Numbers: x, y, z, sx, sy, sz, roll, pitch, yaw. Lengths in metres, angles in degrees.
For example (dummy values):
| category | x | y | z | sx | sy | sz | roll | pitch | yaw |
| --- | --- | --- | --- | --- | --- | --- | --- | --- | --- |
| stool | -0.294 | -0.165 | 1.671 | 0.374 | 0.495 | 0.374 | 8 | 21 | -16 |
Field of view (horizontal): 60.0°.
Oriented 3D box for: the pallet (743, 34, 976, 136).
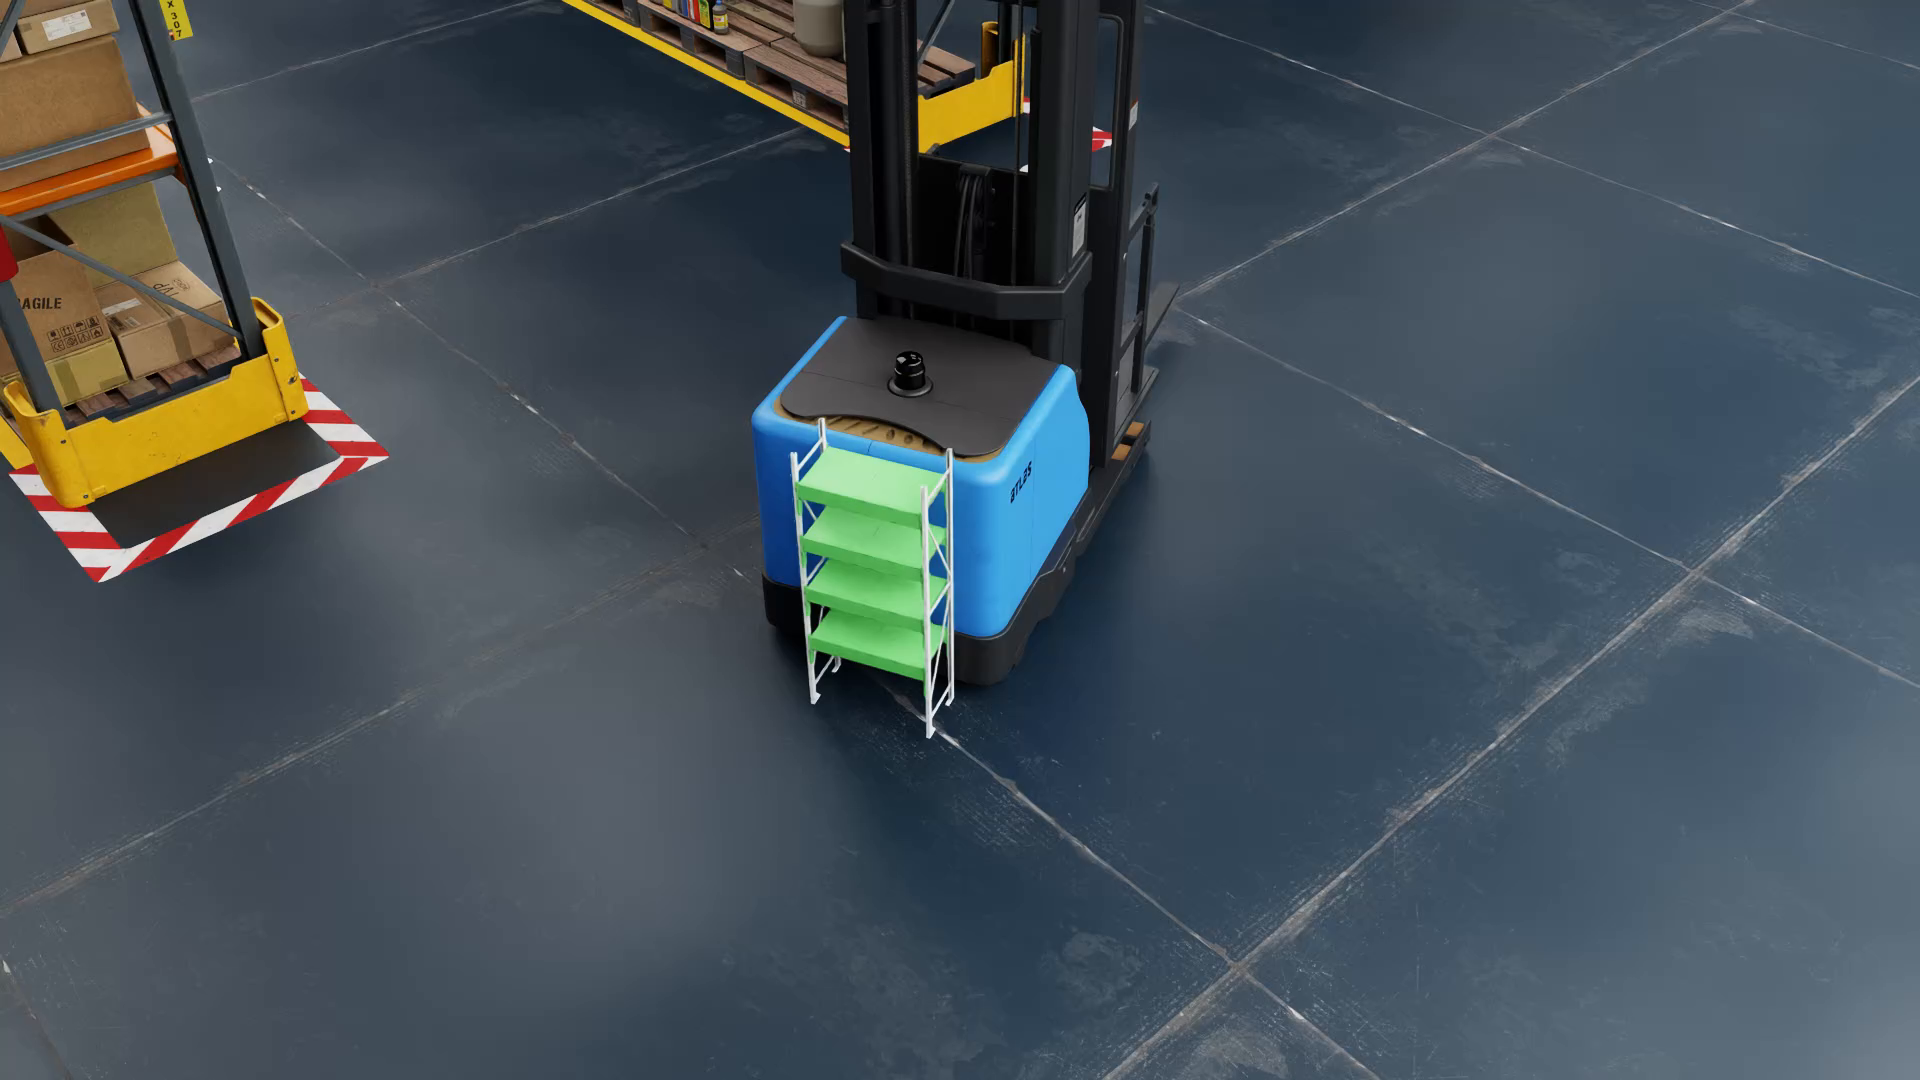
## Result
| category | x | y | z | sx | sy | sz | roll | pitch | yaw |
| --- | --- | --- | --- | --- | --- | --- | --- | --- | --- |
| pallet | -0.659 | -3.041 | 10.847 | 1.003 | 0.211 | 1.213 | -30 | 48 | -32 |

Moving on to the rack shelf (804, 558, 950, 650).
| category | x | y | z | sx | sy | sz | roll | pitch | yaw |
| --- | --- | --- | --- | --- | --- | --- | --- | --- | --- |
| rack shelf | -0.303 | 0.210 | 6.134 | 0.480 | 0.148 | 0.258 | 14 | 42 | 17 |

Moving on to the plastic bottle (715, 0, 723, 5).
| category | x | y | z | sx | sy | sz | roll | pitch | yaw |
| --- | --- | --- | --- | --- | --- | --- | --- | --- | --- |
| plastic bottle | -1.665 | -3.684 | 11.236 | 0.061 | 0.283 | 0.133 | -30 | 48 | -32 |

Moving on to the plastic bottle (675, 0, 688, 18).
| category | x | y | z | sx | sy | sz | roll | pitch | yaw |
| --- | --- | --- | --- | --- | --- | --- | --- | --- | --- |
| plastic bottle | -1.837 | -3.700 | 11.261 | 0.152 | 0.276 | 0.135 | -31 | 48 | -33 |

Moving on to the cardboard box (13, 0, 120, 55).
| category | x | y | z | sx | sy | sz | roll | pitch | yaw |
| --- | --- | --- | --- | --- | --- | --- | --- | --- | --- |
| cardboard box | -3.786 | -2.193 | 6.983 | 0.380 | 0.149 | 0.250 | -30 | 48 | -32 |

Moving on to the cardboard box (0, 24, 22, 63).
| category | x | y | z | sx | sy | sz | roll | pitch | yaw |
| --- | --- | --- | --- | --- | --- | --- | --- | --- | --- |
| cardboard box | -4.078 | -2.016 | 6.763 | 0.380 | 0.149 | 0.250 | -31 | 48 | -32 |

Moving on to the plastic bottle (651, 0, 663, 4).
| category | x | y | z | sx | sy | sz | roll | pitch | yaw |
| --- | --- | --- | --- | --- | --- | --- | --- | --- | --- |
| plastic bottle | -2.078 | -3.890 | 11.437 | 0.144 | 0.351 | 0.185 | -30 | 48 | -32 |

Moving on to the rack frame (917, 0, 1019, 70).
| category | x | y | z | sx | sy | sz | roll | pitch | yaw |
| --- | --- | --- | --- | --- | --- | --- | --- | --- | --- |
| rack frame | -0.028 | -3.732 | 9.484 | 1.000 | 3.000 | 0.127 | -30 | 48 | -32 |

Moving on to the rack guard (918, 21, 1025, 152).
| category | x | y | z | sx | sy | sz | roll | pitch | yaw |
| --- | --- | --- | --- | --- | --- | --- | --- | --- | --- |
| rack guard | -0.114 | -2.775 | 10.288 | 1.175 | 0.500 | 0.348 | -30 | 48 | -32 |

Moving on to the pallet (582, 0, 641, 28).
| category | x | y | z | sx | sy | sz | roll | pitch | yaw |
| --- | --- | --- | --- | --- | --- | --- | --- | --- | --- |
| pallet | -2.310 | -4.170 | 12.245 | 1.003 | 0.211 | 1.213 | -30 | 48 | -32 |

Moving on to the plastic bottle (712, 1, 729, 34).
| category | x | y | z | sx | sy | sz | roll | pitch | yaw |
| --- | --- | --- | --- | --- | --- | --- | --- | --- | --- |
| plastic bottle | -1.593 | -3.478 | 11.047 | 0.097 | 0.201 | 0.097 | 0 | 39 | 0 |

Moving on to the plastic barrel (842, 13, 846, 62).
| category | x | y | z | sx | sy | sz | roll | pitch | yaw |
| --- | --- | --- | --- | --- | --- | --- | --- | --- | --- |
| plastic barrel | -0.529 | -3.200 | 10.470 | 0.421 | 0.512 | 0.421 | 0 | 39 | 0 |

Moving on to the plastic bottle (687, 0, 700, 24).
| category | x | y | z | sx | sy | sz | roll | pitch | yaw |
| --- | --- | --- | --- | --- | --- | --- | --- | --- | --- |
| plastic bottle | -1.743 | -3.636 | 11.182 | 0.152 | 0.276 | 0.135 | -30 | 47 | -31 |

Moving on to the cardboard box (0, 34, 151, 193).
| category | x | y | z | sx | sy | sz | roll | pitch | yaw |
| --- | --- | --- | --- | --- | --- | --- | --- | --- | --- |
| cardboard box | -3.985 | -1.889 | 7.122 | 0.700 | 0.500 | 0.500 | -30 | 48 | -32 |

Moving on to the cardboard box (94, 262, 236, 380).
| category | x | y | z | sx | sy | sz | roll | pitch | yaw |
| --- | --- | --- | --- | --- | --- | --- | --- | --- | --- |
| cardboard box | -3.878 | -1.065 | 8.036 | 0.500 | 0.250 | 0.500 | -30 | 48 | -32 |

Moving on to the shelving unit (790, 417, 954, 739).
| category | x | y | z | sx | sy | sz | roll | pitch | yaw |
| --- | --- | --- | --- | --- | --- | --- | --- | --- | --- |
| shelving unit | -0.303 | 0.161 | 6.094 | 0.503 | 1.200 | 0.258 | 14 | 42 | 17 |

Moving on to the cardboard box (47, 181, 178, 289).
| category | x | y | z | sx | sy | sz | roll | pitch | yaw |
| --- | --- | --- | --- | --- | --- | --- | --- | --- | --- |
| cardboard box | -4.217 | -1.588 | 8.086 | 0.500 | 0.500 | 0.500 | -30 | 48 | -32 |

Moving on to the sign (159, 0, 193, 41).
| category | x | y | z | sx | sy | sz | roll | pitch | yaw |
| --- | --- | --- | --- | --- | --- | --- | --- | --- | --- |
| sign | -3.266 | -2.230 | 6.871 | 0.100 | 0.325 | 0.005 | -30 | 48 | -32 |

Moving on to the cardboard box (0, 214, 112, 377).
| category | x | y | z | sx | sy | sz | roll | pitch | yaw |
| --- | --- | --- | --- | --- | --- | --- | --- | --- | --- |
| cardboard box | -4.261 | -1.136 | 7.527 | 0.500 | 0.500 | 0.500 | -30 | 48 | -32 |

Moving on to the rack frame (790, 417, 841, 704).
| category | x | y | z | sx | sy | sz | roll | pitch | yaw |
| --- | --- | --- | --- | --- | --- | --- | --- | --- | --- |
| rack frame | -0.529 | 0.103 | 6.166 | 0.015 | 1.200 | 0.240 | 14 | 42 | 17 |

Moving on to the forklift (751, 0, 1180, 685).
| category | x | y | z | sx | sy | sz | roll | pitch | yaw |
| --- | --- | --- | --- | --- | --- | --- | --- | --- | --- |
| forklift | 0.240 | -1.505 | 6.781 | 1.130 | 2.935 | 3.031 | 15 | 41 | 17 |

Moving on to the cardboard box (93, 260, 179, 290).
| category | x | y | z | sx | sy | sz | roll | pitch | yaw |
| --- | --- | --- | --- | --- | --- | --- | --- | --- | --- |
| cardboard box | -4.219 | -1.295 | 8.321 | 0.500 | 0.250 | 0.500 | -30 | 48 | -32 |

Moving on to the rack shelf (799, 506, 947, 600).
| category | x | y | z | sx | sy | sz | roll | pitch | yaw |
| --- | --- | --- | --- | --- | --- | --- | --- | --- | --- |
| rack shelf | -0.303 | 0.025 | 5.982 | 0.480 | 0.148 | 0.258 | 14 | 42 | 17 |

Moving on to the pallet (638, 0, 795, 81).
| category | x | y | z | sx | sy | sz | roll | pitch | yaw |
| --- | --- | --- | --- | --- | --- | --- | --- | --- | --- |
| pallet | -1.480 | -3.605 | 11.546 | 1.003 | 0.211 | 1.213 | -30 | 48 | -32 |

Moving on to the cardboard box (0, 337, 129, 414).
| category | x | y | z | sx | sy | sz | roll | pitch | yaw |
| --- | --- | --- | --- | --- | --- | --- | --- | --- | --- |
| cardboard box | -4.259 | -0.845 | 7.763 | 0.500 | 0.250 | 0.500 | -30 | 48 | -32 |

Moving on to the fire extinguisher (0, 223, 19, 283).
| category | x | y | z | sx | sy | sz | roll | pitch | yaw |
| --- | --- | --- | --- | --- | --- | --- | --- | --- | --- |
| fire extinguisher | -3.941 | -1.347 | 6.592 | 0.296 | 0.674 | 0.183 | -30 | 48 | -32 |

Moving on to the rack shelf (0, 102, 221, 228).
| category | x | y | z | sx | sy | sz | roll | pitch | yaw |
| --- | --- | --- | --- | --- | --- | --- | --- | --- | --- |
| rack shelf | -5.031 | -2.275 | 8.252 | 1.077 | 0.370 | 4.000 | -30 | 48 | -32 |

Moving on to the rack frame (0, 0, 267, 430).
| category | x | y | z | sx | sy | sz | roll | pitch | yaw |
| --- | --- | --- | --- | --- | --- | --- | --- | --- | --- |
| rack frame | -3.679 | -1.629 | 6.880 | 1.000 | 3.000 | 0.127 | -30 | 48 | -32 |

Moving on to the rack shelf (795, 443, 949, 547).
| category | x | y | z | sx | sy | sz | roll | pitch | yaw |
| --- | --- | --- | --- | --- | --- | --- | --- | --- | --- |
| rack shelf | -0.304 | -0.161 | 5.830 | 0.480 | 0.148 | 0.258 | 14 | 42 | 17 |

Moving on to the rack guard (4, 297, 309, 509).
| category | x | y | z | sx | sy | sz | roll | pitch | yaw |
| --- | --- | --- | --- | --- | --- | --- | --- | --- | --- |
| rack guard | -3.663 | -0.645 | 7.651 | 1.175 | 0.500 | 0.348 | -30 | 48 | -32 |

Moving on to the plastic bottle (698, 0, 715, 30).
| category | x | y | z | sx | sy | sz | roll | pitch | yaw |
| --- | --- | --- | --- | --- | --- | --- | --- | --- | --- |
| plastic bottle | -1.685 | -3.557 | 11.078 | 0.061 | 0.283 | 0.133 | -29 | 47 | -31 |

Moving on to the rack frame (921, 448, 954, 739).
| category | x | y | z | sx | sy | sz | roll | pitch | yaw |
| --- | --- | --- | --- | --- | --- | --- | --- | --- | --- |
| rack frame | -0.077 | 0.219 | 6.022 | 0.015 | 1.200 | 0.240 | 14 | 42 | 17 |

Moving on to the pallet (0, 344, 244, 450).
| category | x | y | z | sx | sy | sz | roll | pitch | yaw |
| --- | --- | --- | --- | --- | --- | --- | --- | --- | --- |
| pallet | -4.227 | -0.880 | 8.172 | 1.003 | 0.211 | 1.213 | -30 | 48 | -32 |

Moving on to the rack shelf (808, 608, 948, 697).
| category | x | y | z | sx | sy | sz | roll | pitch | yaw |
| --- | --- | --- | --- | --- | --- | --- | --- | --- | --- |
| rack shelf | -0.302 | 0.396 | 6.287 | 0.480 | 0.148 | 0.258 | 14 | 42 | 17 |

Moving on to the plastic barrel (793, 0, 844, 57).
| category | x | y | z | sx | sy | sz | roll | pitch | yaw |
| --- | --- | --- | --- | --- | --- | --- | --- | --- | --- |
| plastic barrel | -0.868 | -3.432 | 10.758 | 0.421 | 0.512 | 0.421 | 0 | 39 | 0 |

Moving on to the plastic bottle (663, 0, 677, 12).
| category | x | y | z | sx | sy | sz | roll | pitch | yaw |
| --- | --- | --- | --- | --- | --- | --- | --- | --- | --- |
| plastic bottle | -1.952 | -3.804 | 11.331 | 0.144 | 0.351 | 0.185 | -28 | 47 | -30 |
